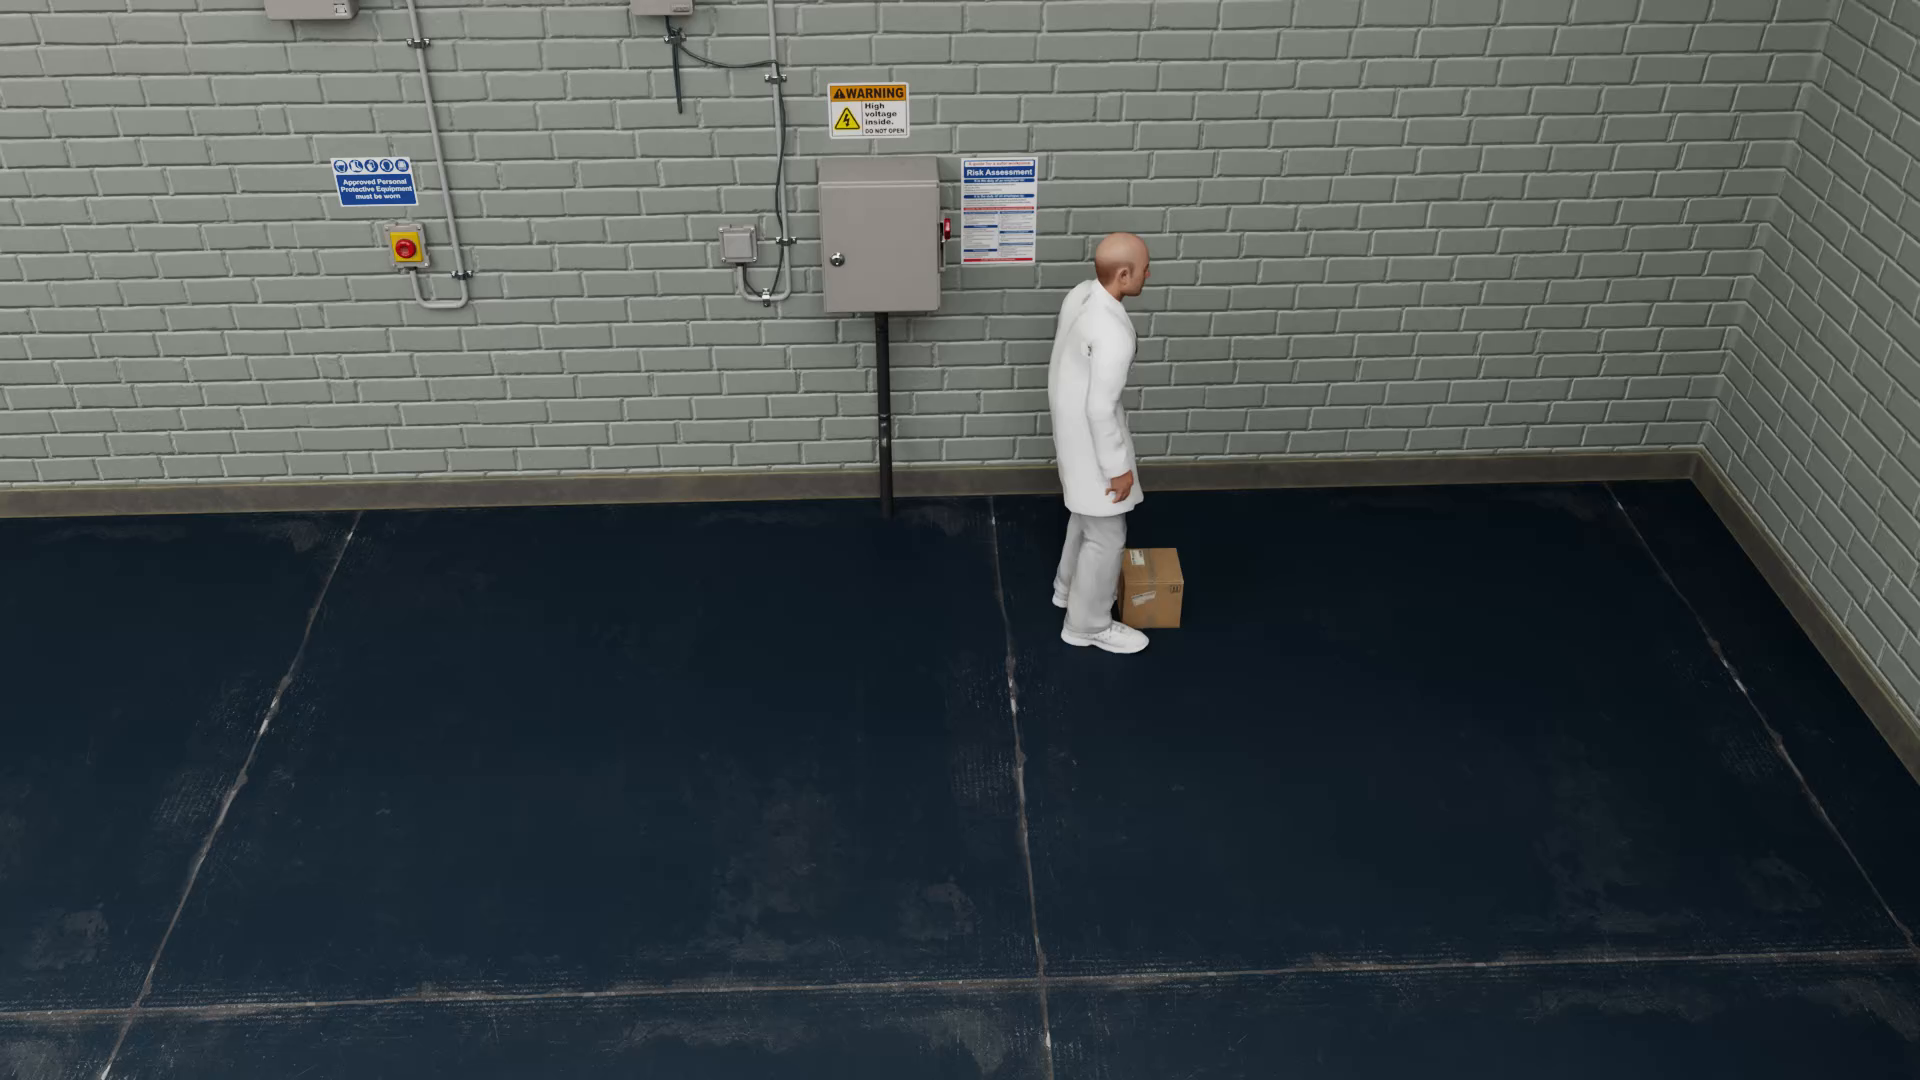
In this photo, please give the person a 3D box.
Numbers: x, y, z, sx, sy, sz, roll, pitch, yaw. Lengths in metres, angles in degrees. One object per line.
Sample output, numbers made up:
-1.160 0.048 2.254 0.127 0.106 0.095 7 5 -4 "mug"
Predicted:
0.574 -0.397 6.730 0.420 1.774 0.650 -2 35 -3 "person"
